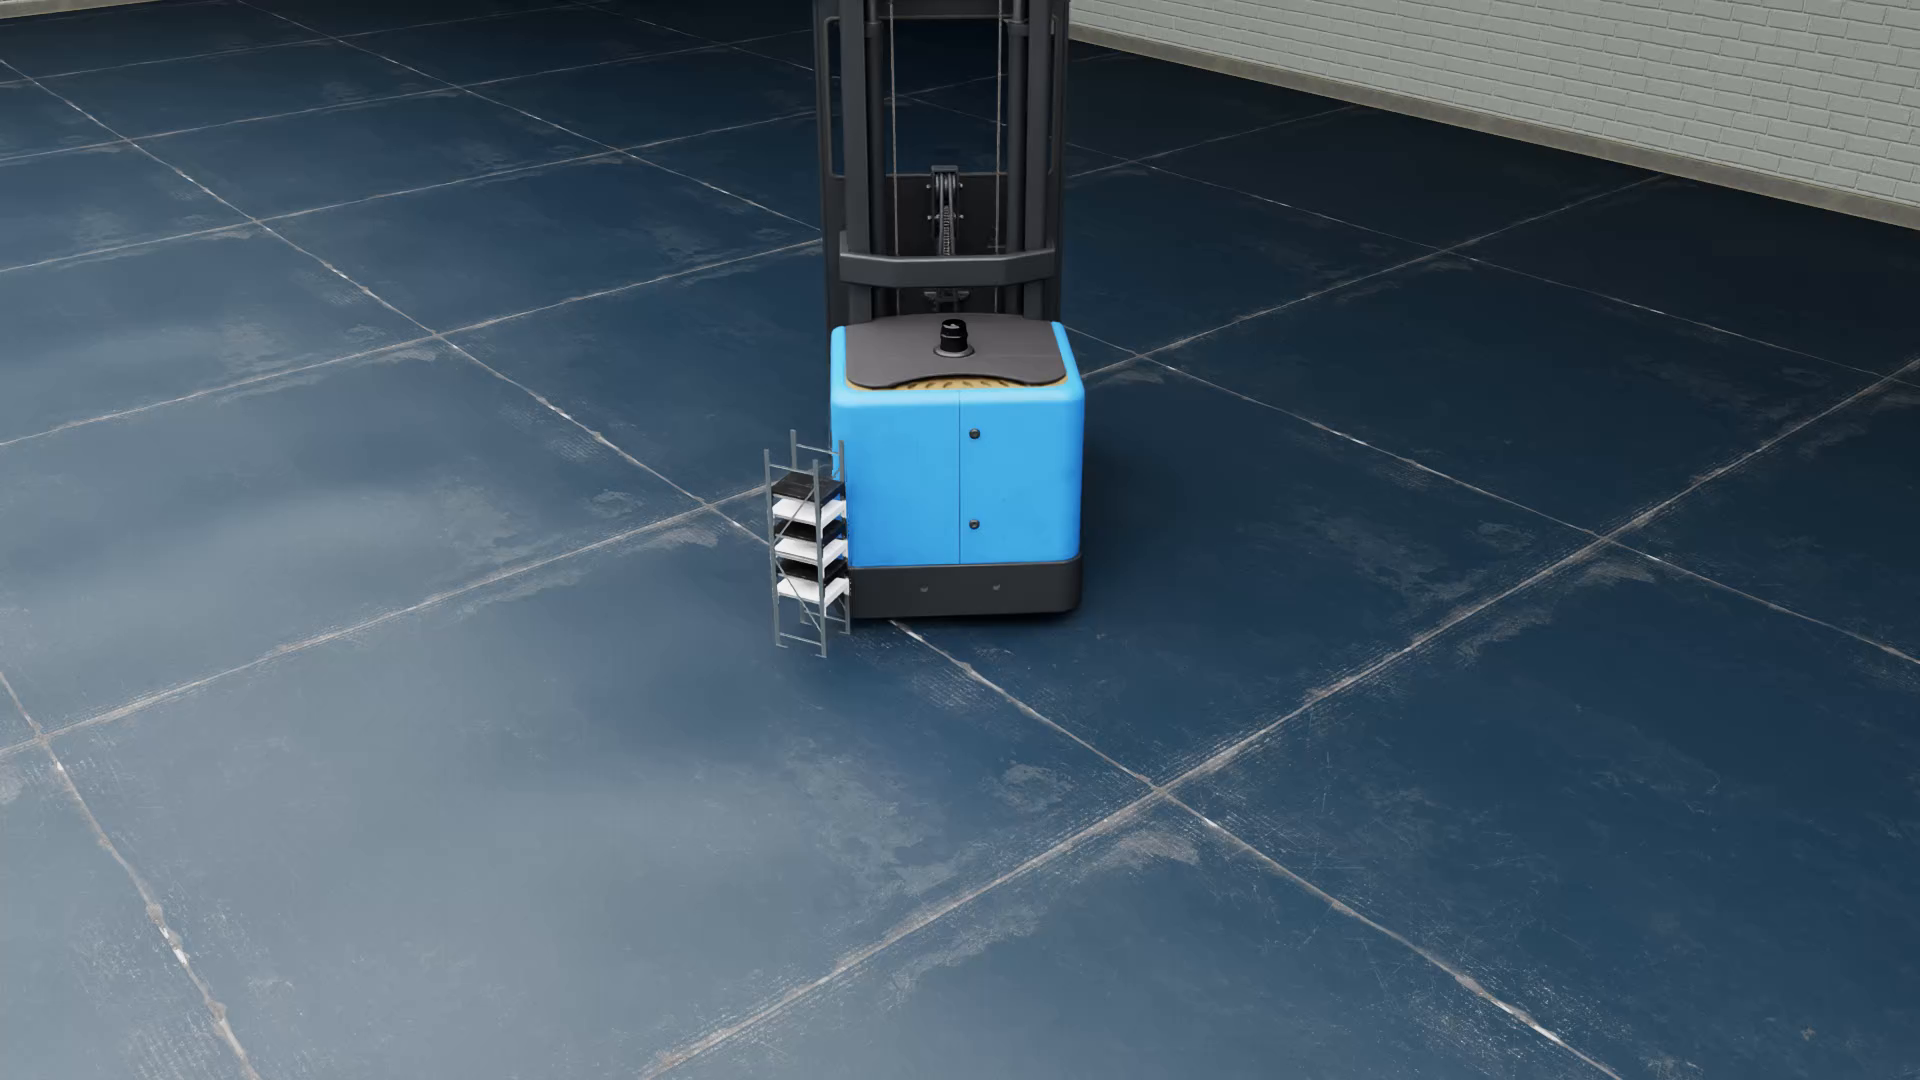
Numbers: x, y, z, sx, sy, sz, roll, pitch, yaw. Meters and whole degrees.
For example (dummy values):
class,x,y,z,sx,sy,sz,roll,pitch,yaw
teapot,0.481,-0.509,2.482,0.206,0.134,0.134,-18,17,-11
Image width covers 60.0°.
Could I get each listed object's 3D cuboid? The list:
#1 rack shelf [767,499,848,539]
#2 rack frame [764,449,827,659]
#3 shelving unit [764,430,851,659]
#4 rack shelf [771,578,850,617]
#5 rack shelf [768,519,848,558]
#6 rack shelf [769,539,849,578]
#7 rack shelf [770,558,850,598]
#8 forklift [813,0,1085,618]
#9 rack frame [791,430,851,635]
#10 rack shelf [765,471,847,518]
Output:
class,x,y,z,sx,sy,sz,roll,pitch,yaw
rack shelf,-0.613,-0.107,6.684,0.258,0.077,0.200,13,31,22
rack frame,-0.657,0.066,6.672,0.240,0.900,0.006,13,31,22
shelving unit,-0.613,0.023,6.753,0.258,0.900,0.210,13,31,22
rack shelf,-0.613,0.211,6.853,0.258,0.077,0.200,13,31,22
rack shelf,-0.613,-0.027,6.726,0.258,0.077,0.200,13,31,22
rack shelf,-0.613,0.052,6.768,0.258,0.077,0.200,13,31,22
rack shelf,-0.613,0.132,6.811,0.258,0.077,0.200,13,31,22
forklift,-0.097,-1.624,7.679,1.130,2.935,3.031,-2,28,-3
rack frame,-0.570,-0.020,6.834,0.240,0.900,0.006,13,31,22
rack shelf,-0.613,-0.186,6.641,0.258,0.077,0.200,13,31,22
